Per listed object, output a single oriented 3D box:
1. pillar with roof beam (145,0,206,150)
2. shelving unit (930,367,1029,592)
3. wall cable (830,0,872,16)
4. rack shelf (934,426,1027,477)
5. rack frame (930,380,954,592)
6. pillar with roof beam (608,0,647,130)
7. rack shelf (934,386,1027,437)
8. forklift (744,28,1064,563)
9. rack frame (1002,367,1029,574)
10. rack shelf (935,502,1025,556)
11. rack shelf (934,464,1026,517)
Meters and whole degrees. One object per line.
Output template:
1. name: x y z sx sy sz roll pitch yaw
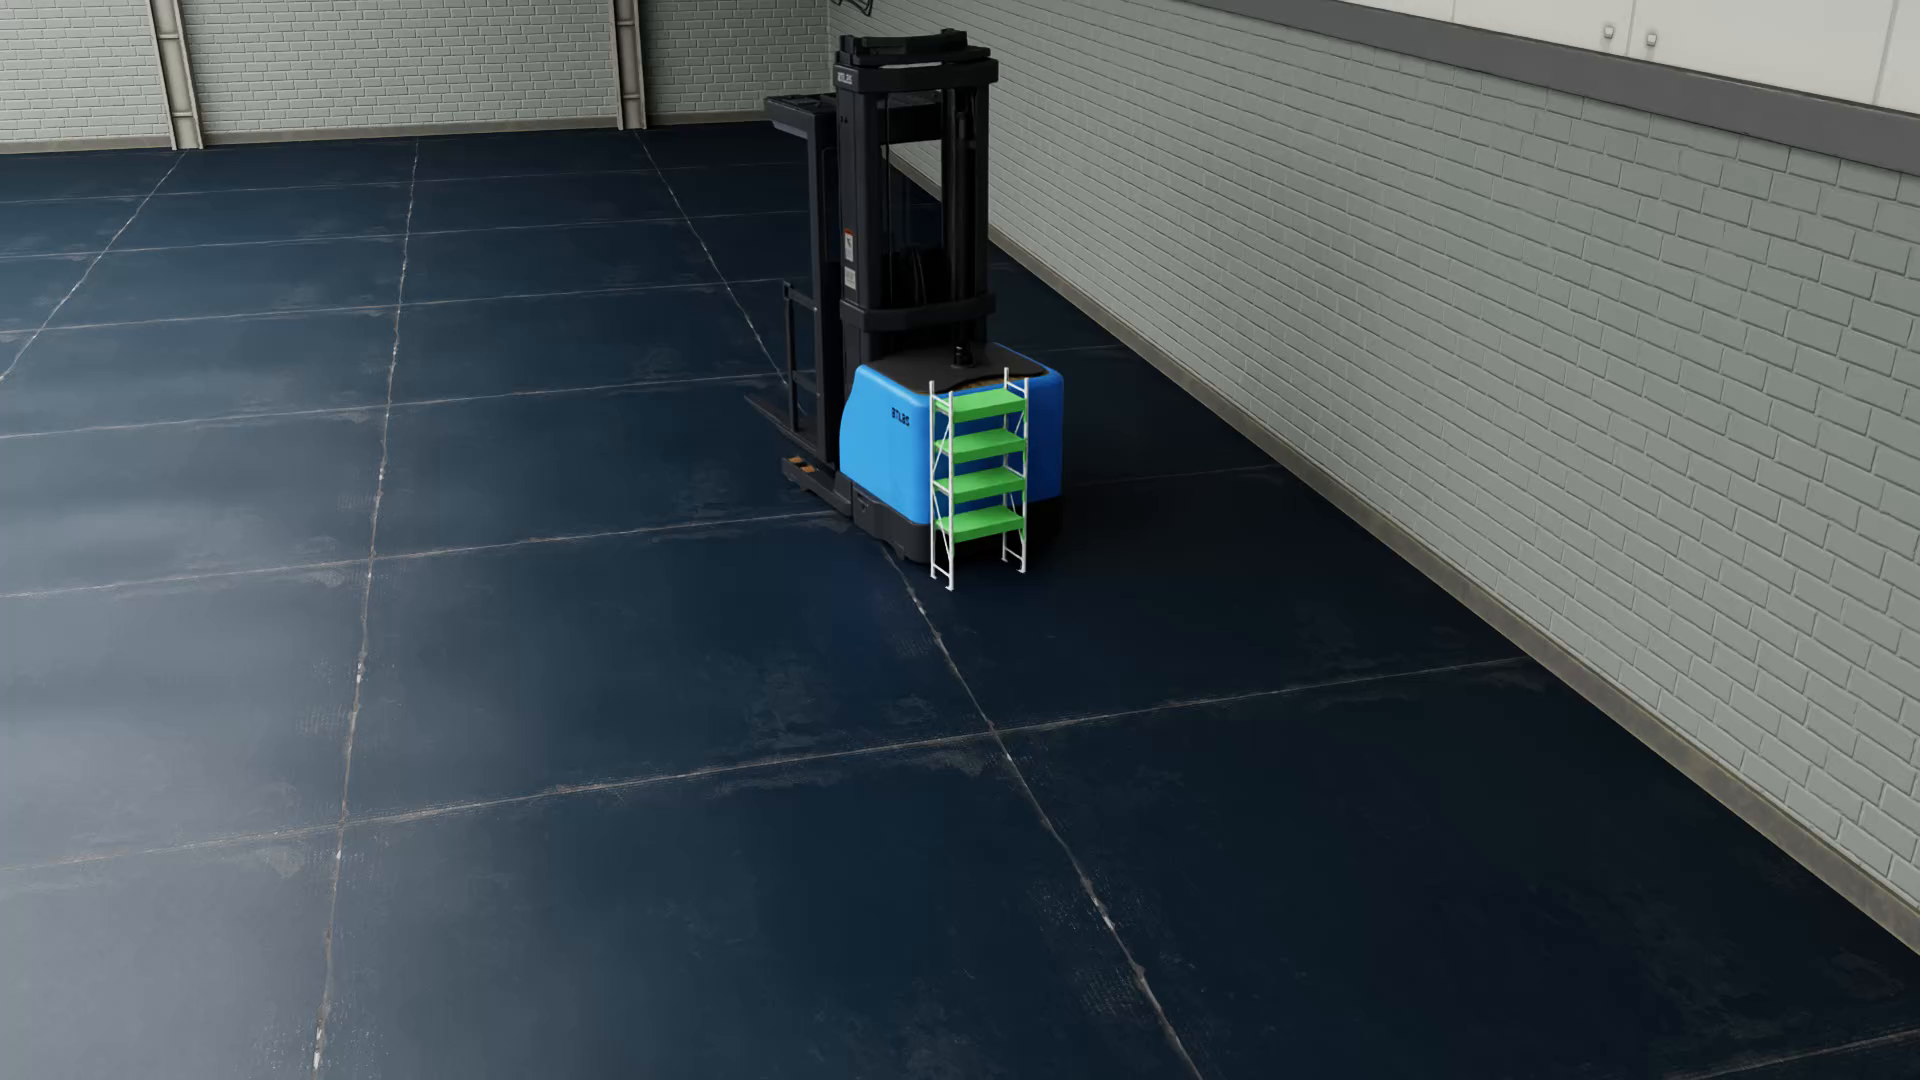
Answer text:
1. pillar with roof beam: -9.399 -7.884 17.211 0.400 9.000 9.100 -6 24 -14
2. shelving unit: 0.109 -0.345 9.533 0.503 1.200 0.258 -13 26 -27
3. wall cable: -1.591 -8.542 22.683 0.112 2.526 3.097 -6 24 -14
4. rack shelf: 0.109 -0.507 9.463 0.480 0.148 0.258 -13 26 -27
5. rack frame: -0.103 -0.297 9.421 0.015 1.200 0.240 -13 26 -27
6. pillar with roof beam: -3.622 -8.523 18.700 0.400 9.000 9.100 -6 24 -14
7. rack shelf: 0.109 -0.728 9.369 0.480 0.148 0.258 -13 26 -27
8. forklift: -0.537 -1.751 10.613 1.130 2.935 3.031 -13 26 -27
9. rack frame: 0.320 -0.393 9.644 0.015 1.200 0.240 -13 26 -27
10. rack shelf: 0.108 -0.066 9.653 0.480 0.148 0.258 -13 26 -27
11. rack shelf: 0.109 -0.287 9.558 0.480 0.148 0.258 -13 26 -27
